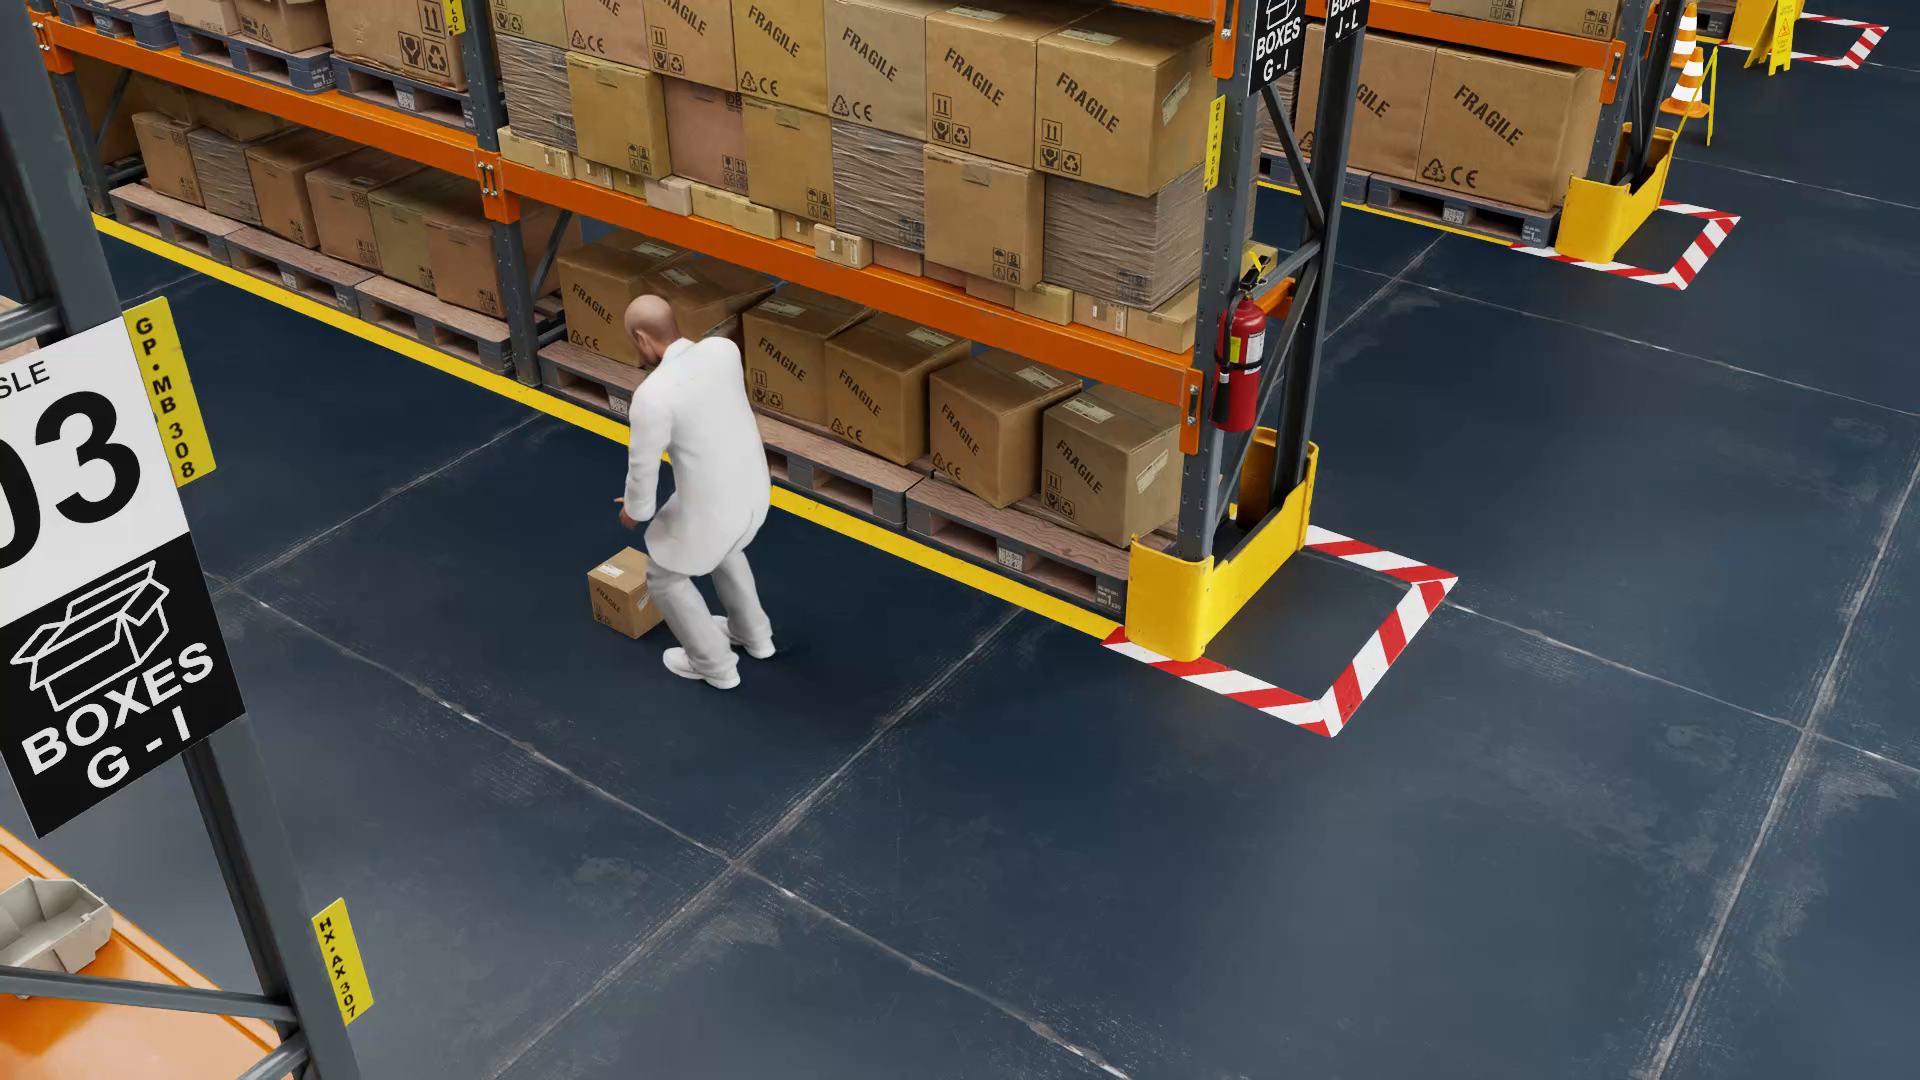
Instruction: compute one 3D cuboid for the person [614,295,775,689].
[{"bbox_3d":[-1.025,-0.165,6.529,0.523,1.644,0.611,22,40,29],"label":"person"}]
